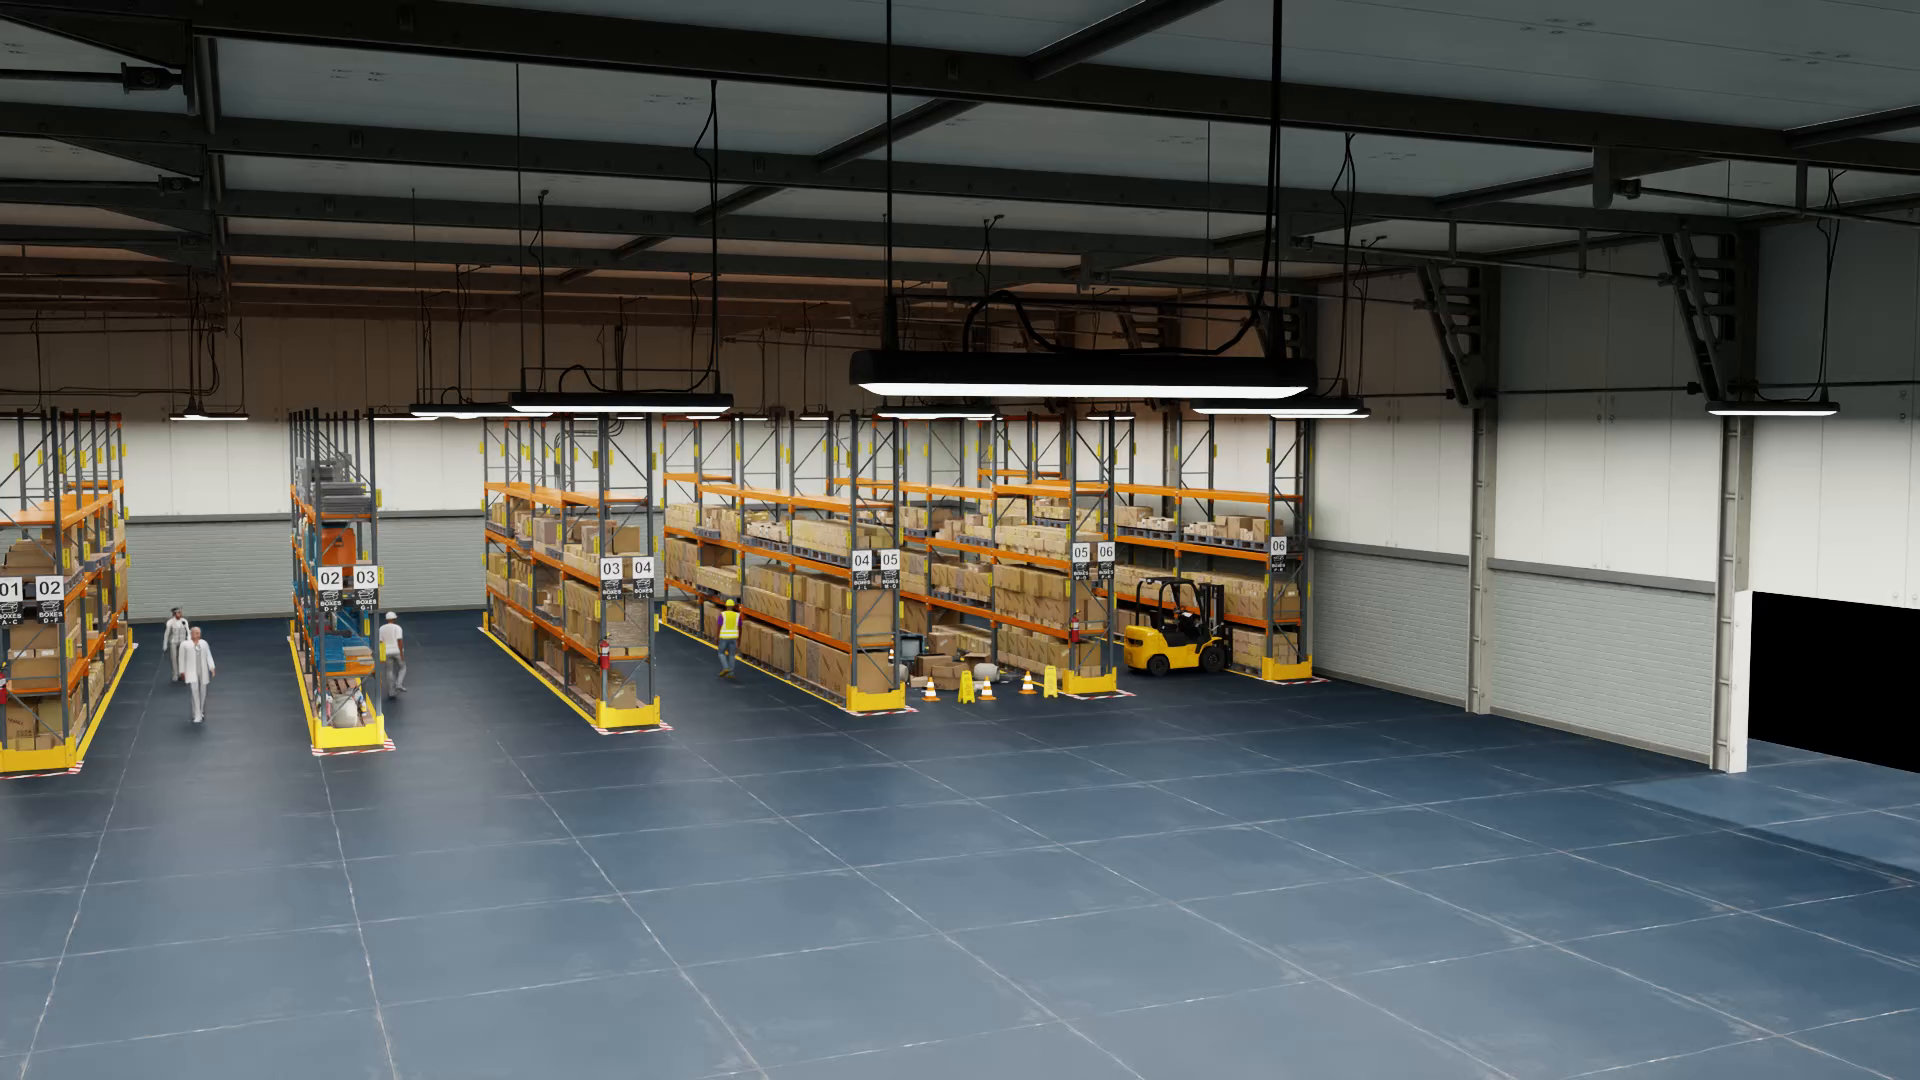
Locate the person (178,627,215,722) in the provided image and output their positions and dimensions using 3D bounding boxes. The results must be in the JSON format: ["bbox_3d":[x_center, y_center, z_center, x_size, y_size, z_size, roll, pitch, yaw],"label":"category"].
[{"bbox_3d":[-14.725,2.606,32.199,0.731,1.819,0.594,3,5,41],"label":"person"}]

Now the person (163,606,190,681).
[{"bbox_3d":[-17.430,2.286,37.051,0.576,1.619,1.015,-3,5,-32],"label":"person"}]

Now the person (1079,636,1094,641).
[{"bbox_3d":[3.007,2.171,39.885,0.538,1.534,0.720,-2,4,-21],"label":"person"}]

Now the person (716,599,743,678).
[{"bbox_3d":[-5.187,2.215,37.373,0.609,1.759,0.449,-1,4,-20],"label":"person"}]

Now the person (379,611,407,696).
[{"bbox_3d":[-11.945,2.386,34.977,0.591,1.751,0.488,0,4,-6],"label":"person"}]
